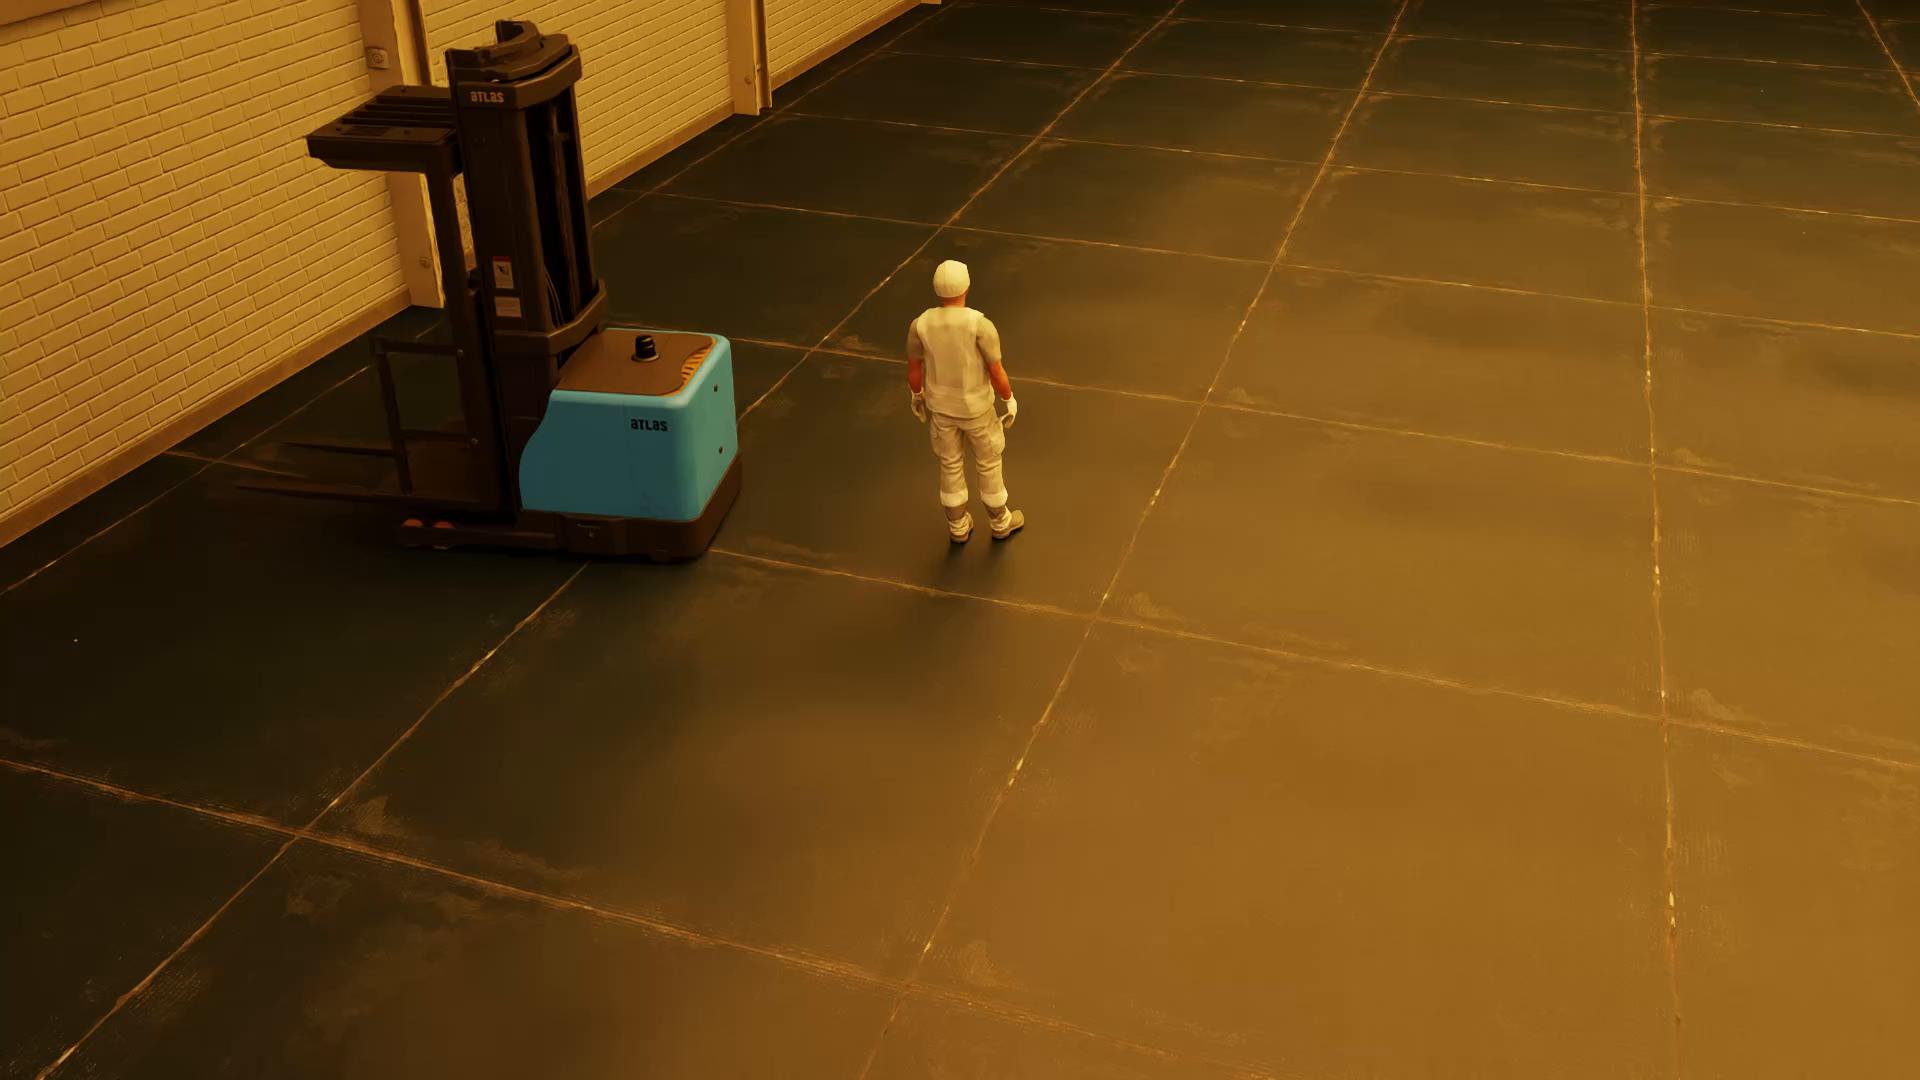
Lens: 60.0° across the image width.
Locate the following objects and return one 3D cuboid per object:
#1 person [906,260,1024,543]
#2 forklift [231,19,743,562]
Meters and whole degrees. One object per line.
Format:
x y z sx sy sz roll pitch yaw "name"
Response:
0.037 -0.819 9.713 0.636 1.789 0.562 10 31 16 "person"
-2.945 -1.469 9.713 3.031 2.935 1.130 4 30 7 "forklift"
